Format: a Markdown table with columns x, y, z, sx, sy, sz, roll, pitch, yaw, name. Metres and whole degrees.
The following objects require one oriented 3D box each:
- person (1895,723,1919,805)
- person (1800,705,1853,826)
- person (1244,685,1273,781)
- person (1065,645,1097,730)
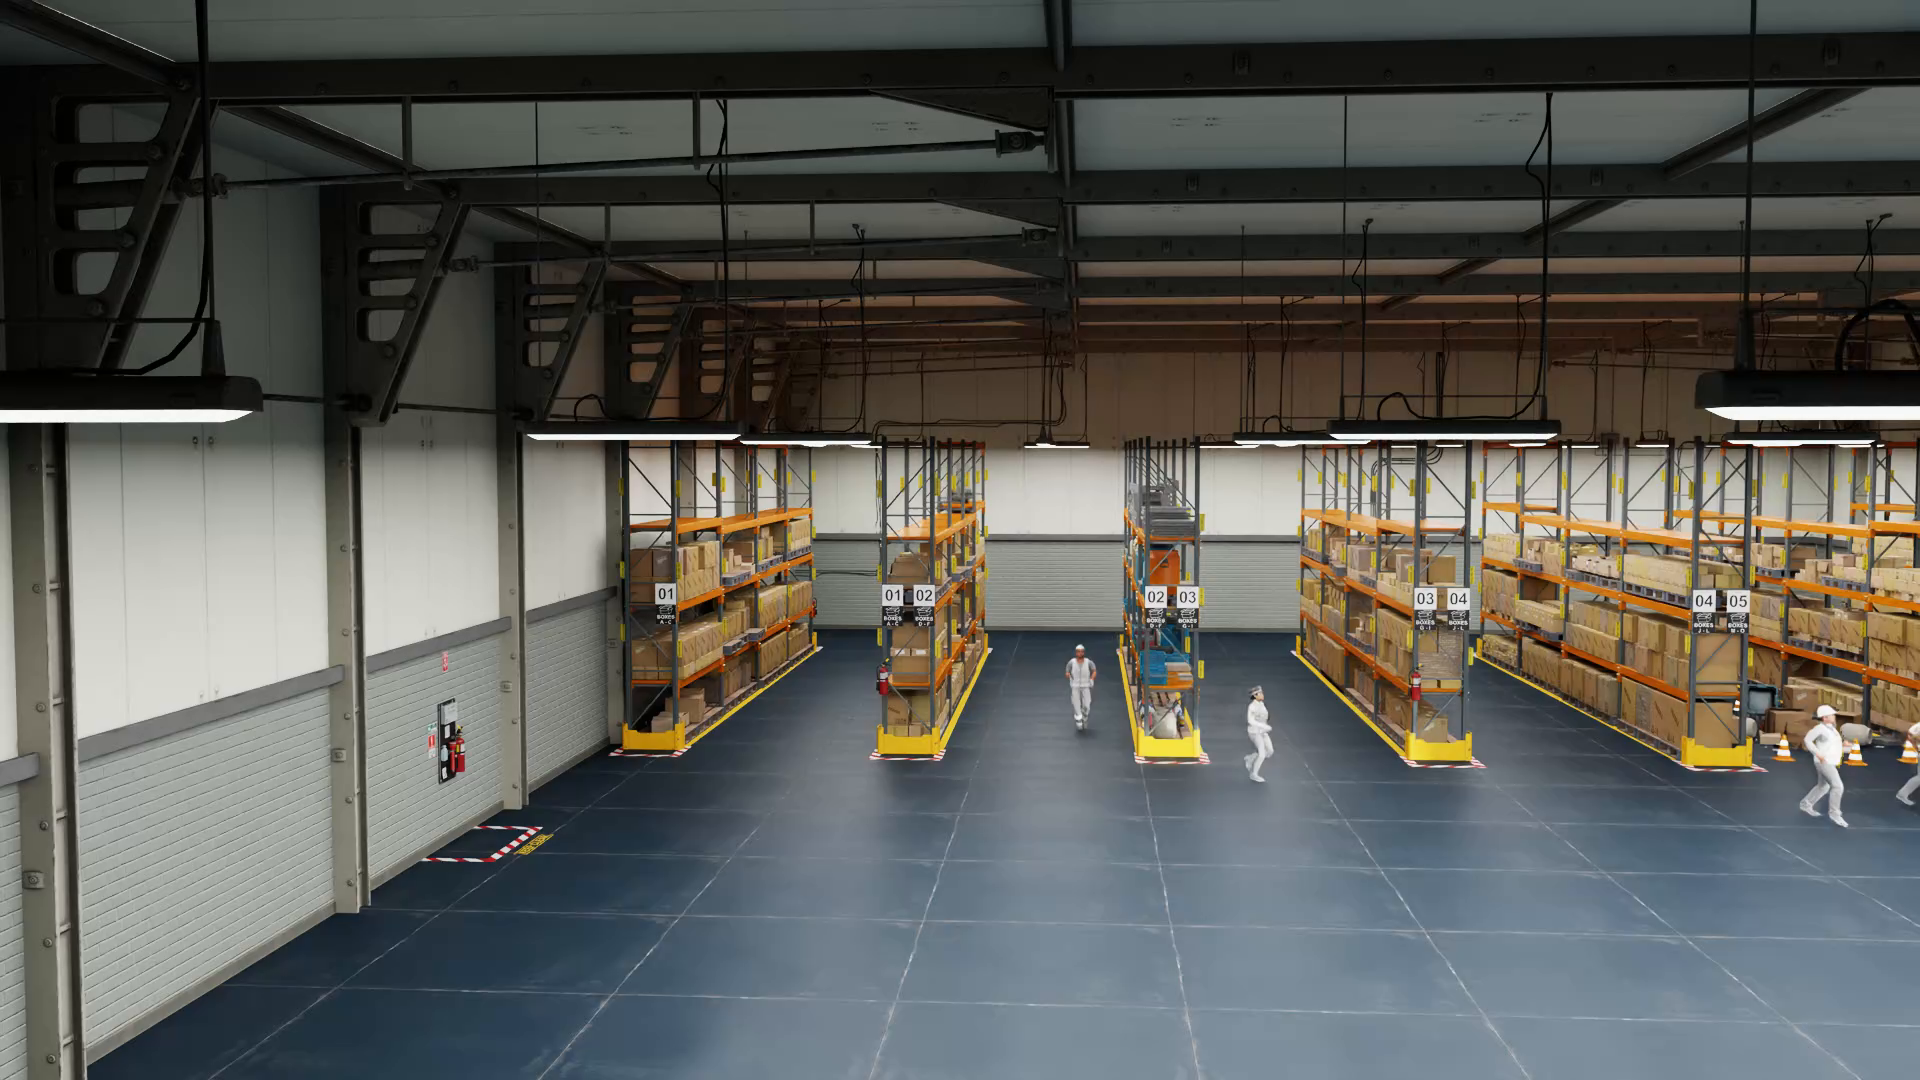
| x | y | z | sx | sy | sz | roll | pitch | yaw | name |
| --- | --- | --- | --- | --- | --- | --- | --- | --- | --- |
| 15.342 | 3.478 | 26.463 | 0.551 | 1.750 | 0.809 | -3 | 4 | -41 | person |
| 13.353 | 3.462 | 25.646 | 0.737 | 1.827 | 0.643 | 3 | 4 | 41 | person |
| 5.192 | 3.350 | 28.887 | 0.547 | 1.666 | 0.657 | 2 | 4 | 31 | person |
| 2.466 | 3.021 | 33.920 | 0.643 | 1.741 | 0.575 | 0 | 3 | 5 | person |
